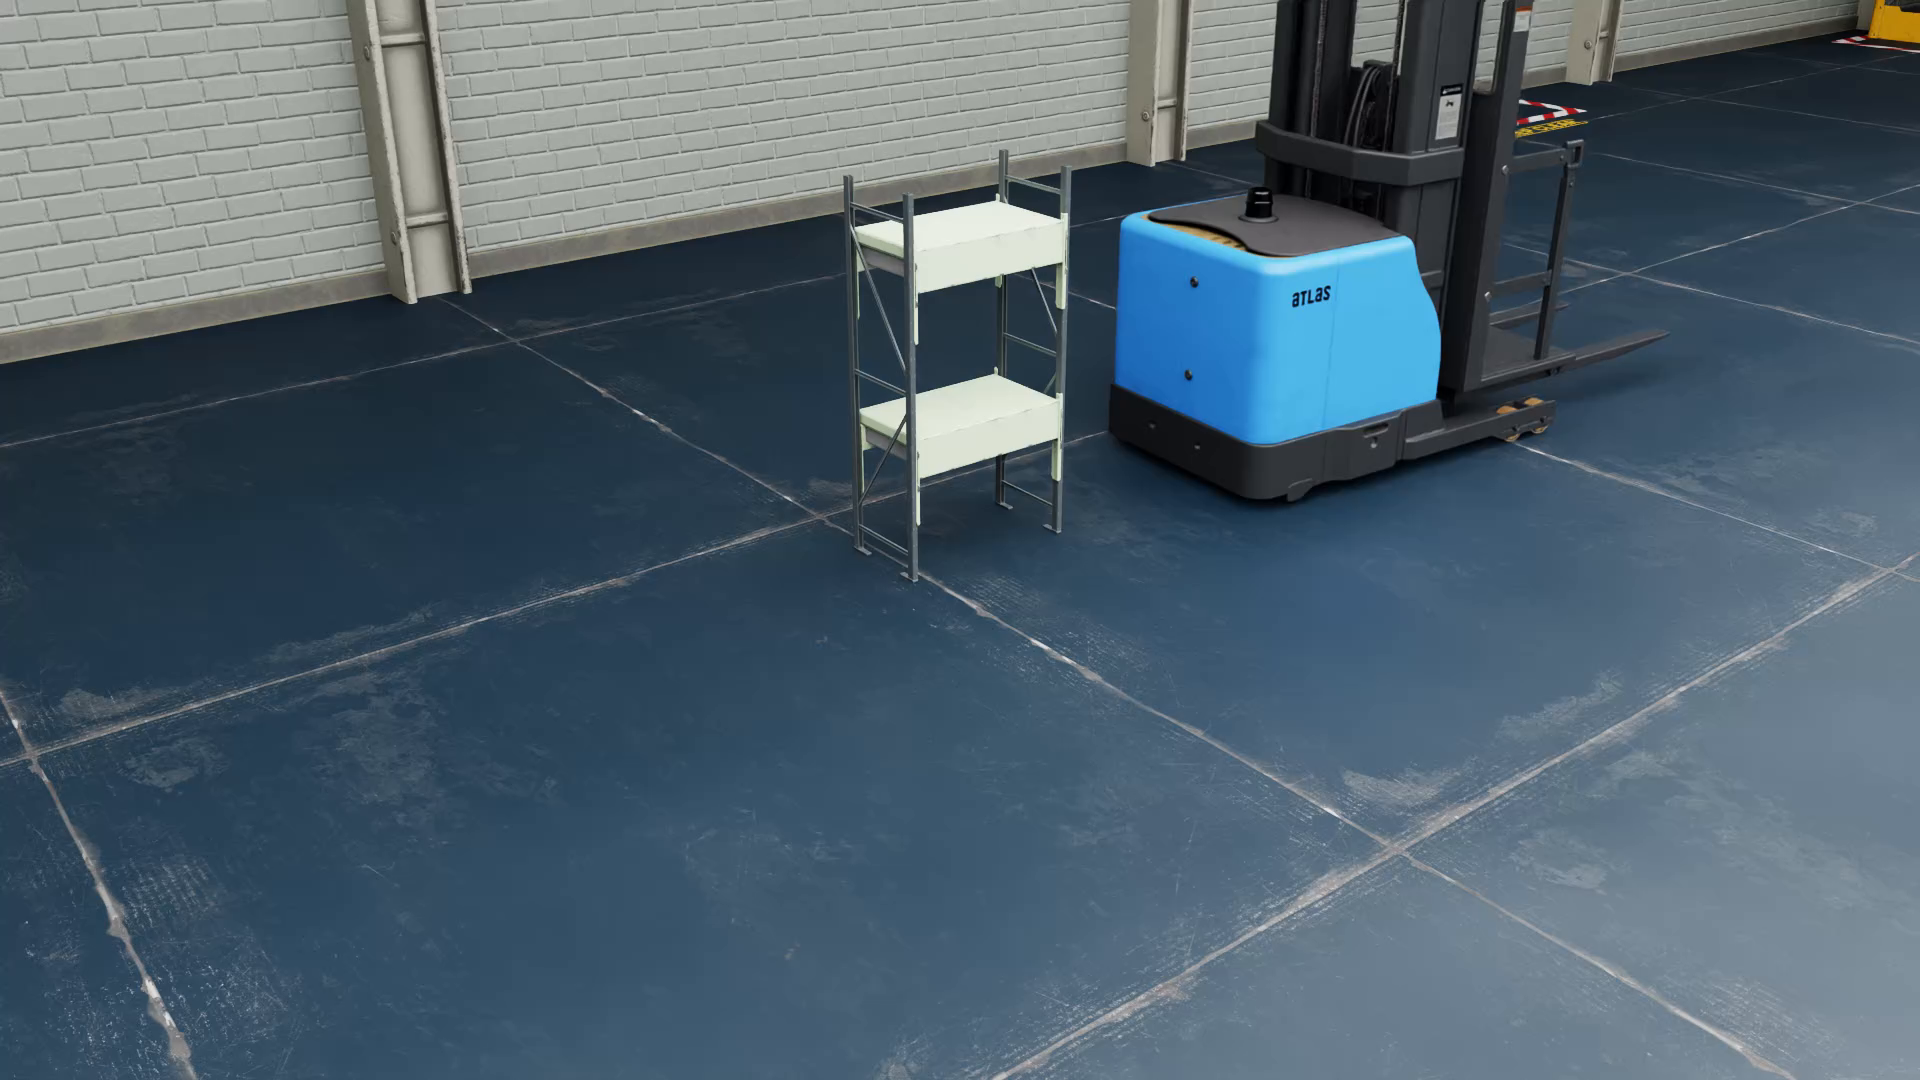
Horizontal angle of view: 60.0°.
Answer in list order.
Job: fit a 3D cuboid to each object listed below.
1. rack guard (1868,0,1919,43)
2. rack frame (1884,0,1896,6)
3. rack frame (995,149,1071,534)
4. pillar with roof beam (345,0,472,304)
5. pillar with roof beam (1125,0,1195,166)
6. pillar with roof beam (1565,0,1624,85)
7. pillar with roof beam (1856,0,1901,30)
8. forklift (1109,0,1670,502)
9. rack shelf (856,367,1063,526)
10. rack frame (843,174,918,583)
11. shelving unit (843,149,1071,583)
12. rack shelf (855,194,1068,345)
[{"bbox_3d":[11.043,-5.935,18.944,0.348,0.500,1.175,-18,31,-34],"label":"rack guard"},{"bbox_3d":[10.983,-7.049,18.375,0.127,3.000,1.000,-18,31,-34],"label":"rack frame"},{"bbox_3d":[0.283,-0.774,6.635,0.023,1.500,0.400,-18,31,-34],"label":"rack frame"},{"bbox_3d":[-0.508,-4.136,4.973,0.400,9.000,9.100,-18,31,-34],"label":"pillar with roof beam"},{"bbox_3d":[4.214,-5.695,8.332,0.400,9.000,9.100,-18,31,-34],"label":"pillar with roof beam"},{"bbox_3d":[8.935,-7.254,11.690,0.400,9.000,9.100,-18,31,-34],"label":"pillar with roof beam"},{"bbox_3d":[13.657,-8.812,15.048,0.400,9.000,9.100,-18,31,-34],"label":"pillar with roof beam"},{"bbox_3d":[2.195,-1.953,7.476,3.031,2.935,1.130,-16,29,-30],"label":"forklift"},{"bbox_3d":[-0.005,-0.383,6.568,0.720,0.370,0.431,-18,31,-34],"label":"rack shelf"},{"bbox_3d":[-0.293,-0.583,6.226,0.023,1.500,0.400,-18,31,-34],"label":"rack frame"},{"bbox_3d":[-0.005,-0.679,6.431,0.755,1.500,0.431,-18,31,-34],"label":"shelving unit"},{"bbox_3d":[-0.005,-1.033,6.266,0.720,0.370,0.431,-18,31,-34],"label":"rack shelf"}]
